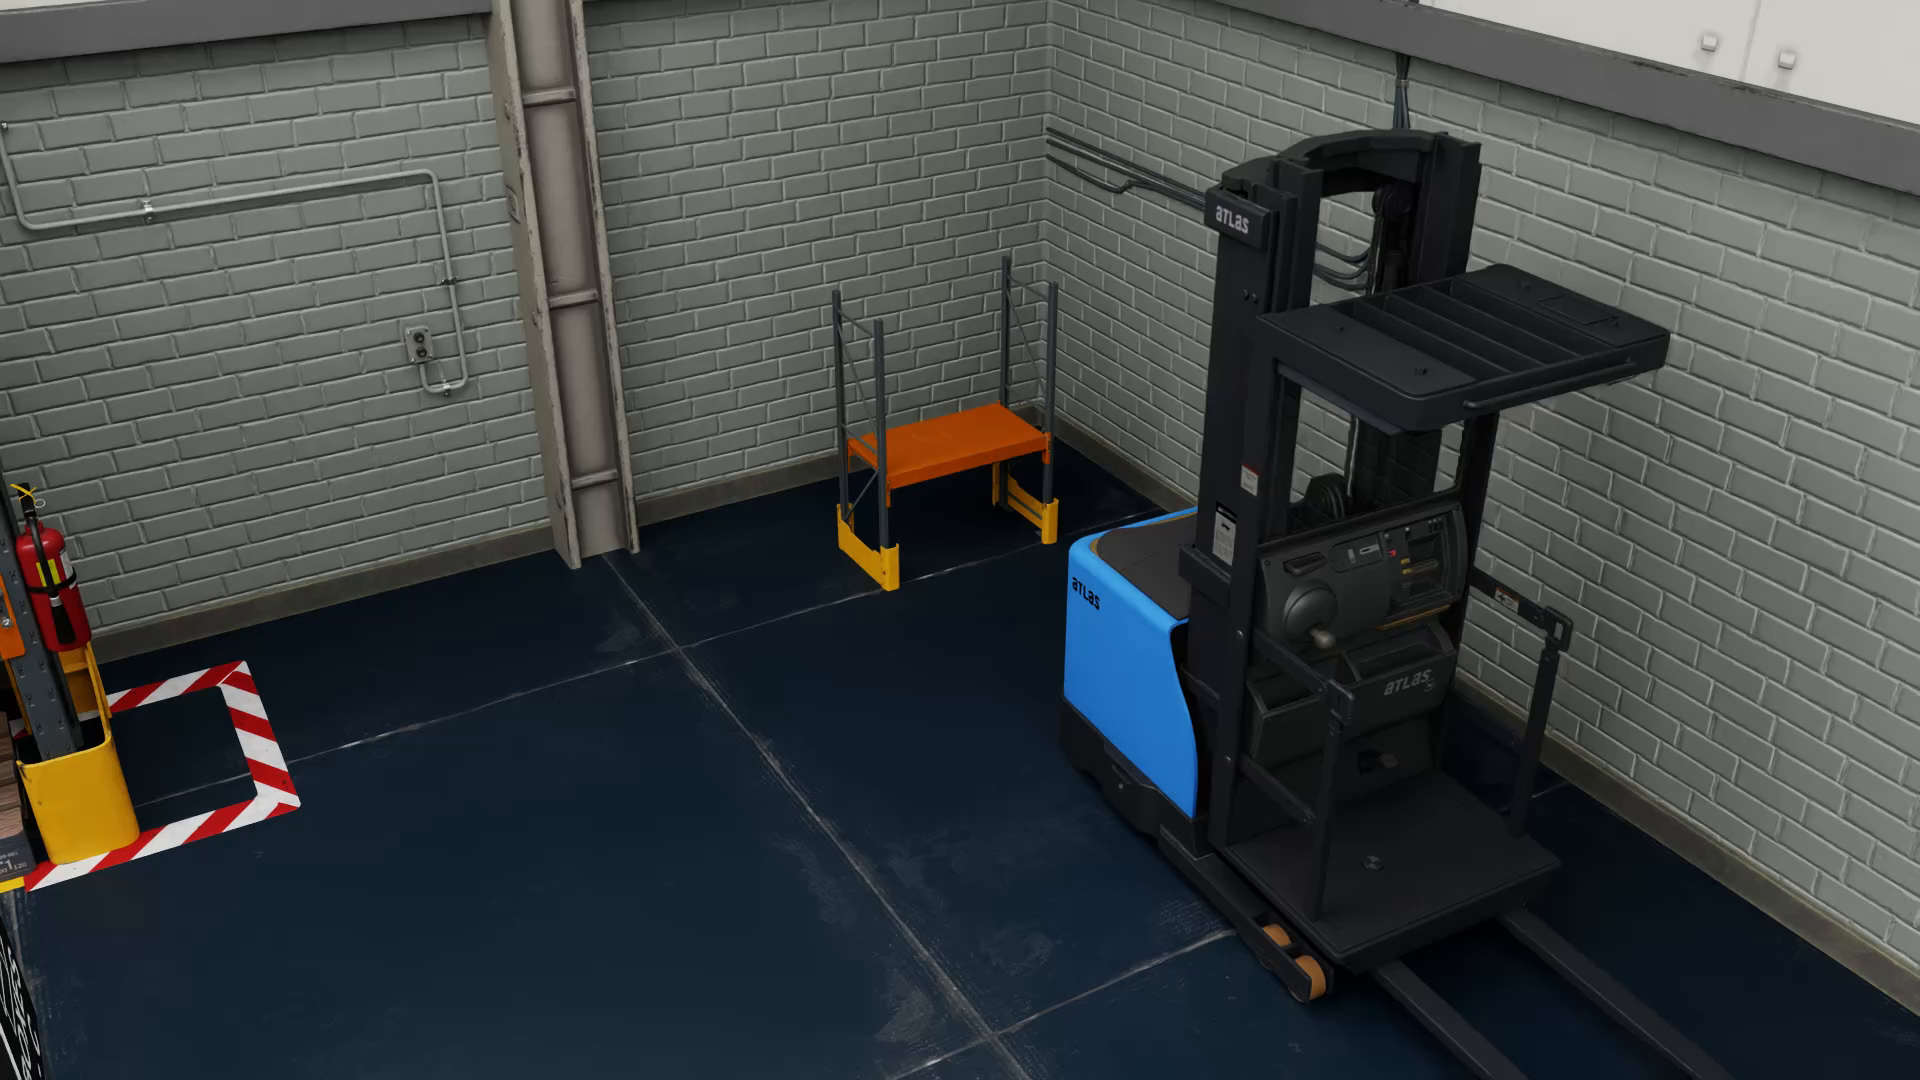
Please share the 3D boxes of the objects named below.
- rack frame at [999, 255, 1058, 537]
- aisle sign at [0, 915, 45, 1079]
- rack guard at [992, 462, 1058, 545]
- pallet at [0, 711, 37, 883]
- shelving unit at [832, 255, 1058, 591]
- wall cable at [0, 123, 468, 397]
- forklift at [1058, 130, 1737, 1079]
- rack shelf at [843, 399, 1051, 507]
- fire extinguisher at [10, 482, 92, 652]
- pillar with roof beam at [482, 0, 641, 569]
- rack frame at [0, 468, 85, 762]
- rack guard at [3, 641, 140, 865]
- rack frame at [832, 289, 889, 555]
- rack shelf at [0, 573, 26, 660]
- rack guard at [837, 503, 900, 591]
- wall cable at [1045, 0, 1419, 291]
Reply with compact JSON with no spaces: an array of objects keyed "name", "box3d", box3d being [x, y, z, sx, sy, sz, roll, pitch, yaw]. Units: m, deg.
[{"name":"rack frame","box3d":[0.365,-0.760,9.075,0.032,1.500,0.500,-16,33,-26]},{"name":"aisle sign","box3d":[-1.467,0.540,2.477,0.004,0.787,0.394,-16,33,-26]},{"name":"rack guard","box3d":[0.364,-0.213,9.377,0.087,0.250,0.587,-16,33,-26]},{"name":"pallet","box3d":[-4.539,1.204,6.851,1.213,0.211,1.003,-16,33,-26]},{"name":"shelving unit","box3d":[-0.066,-0.638,8.854,1.083,1.500,0.587,-16,33,-26]},{"name":"wall cable","box3d":[-3.265,-1.398,7.627,1.851,1.984,0.084,-16,33,-26]},{"name":"forklift","box3d":[1.584,0.173,5.902,1.130,2.935,3.031,-15,32,-24]},{"name":"rack shelf","box3d":[-0.074,-0.478,8.937,1.000,0.185,0.538,-16,33,-26]},{"name":"fire extinguisher","box3d":[-3.526,0.107,6.418,0.183,0.674,0.296,-16,33,-26]},{"name":"pillar with roof beam","box3d":[0.181,-2.100,3.742,0.400,9.000,9.100,-16,33,-26]},{"name":"rack frame","box3d":[-3.890,-0.246,6.591,0.127,3.000,1.000,-16,33,-26]},{"name":"rack guard","box3d":[-3.869,0.843,7.205,0.348,0.500,1.175,-16,33,-26]},{"name":"rack frame","box3d":[-0.512,-0.511,8.624,0.032,1.500,0.500,-16,33,-26]},{"name":"rack shelf","box3d":[-5.614,0.559,5.877,4.000,0.370,1.077,-16,33,-26]},{"name":"rack guard","box3d":[-0.495,0.031,8.935,0.087,0.250,0.587,-16,33,-26]},{"name":"wall cable","box3d":[1.168,-2.748,8.130,0.112,2.526,3.097,-16,33,-26]}]
